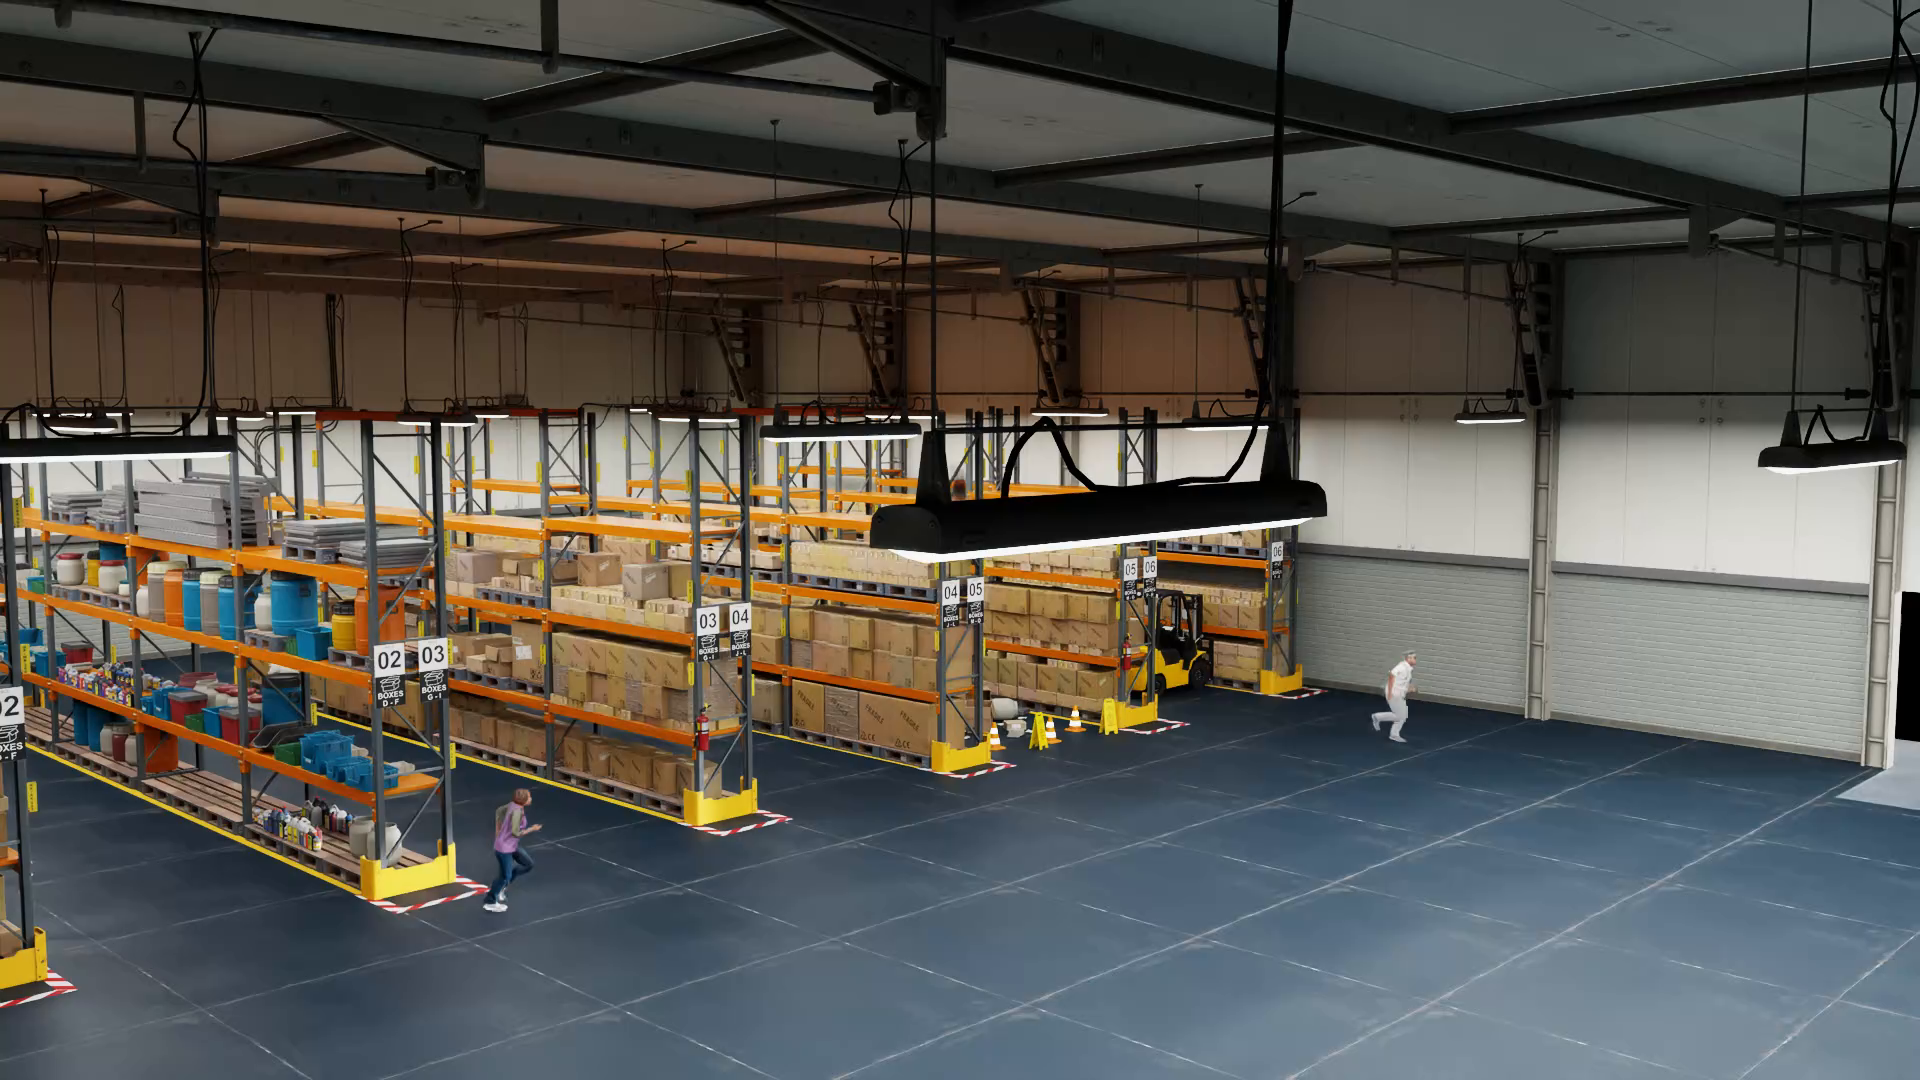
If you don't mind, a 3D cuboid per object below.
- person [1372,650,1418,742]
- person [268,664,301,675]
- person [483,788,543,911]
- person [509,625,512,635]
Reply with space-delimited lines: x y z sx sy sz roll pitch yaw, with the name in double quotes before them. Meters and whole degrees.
"person" 7.917 2.826 30.311 0.786 1.709 0.658 2 5 18
"person" -12.412 2.790 30.536 0.872 1.706 0.673 5 7 44
"person" -5.459 3.771 20.288 0.737 1.524 0.527 -1 5 -6
"person" -10.908 1.886 40.785 0.835 1.679 0.664 2 6 25
